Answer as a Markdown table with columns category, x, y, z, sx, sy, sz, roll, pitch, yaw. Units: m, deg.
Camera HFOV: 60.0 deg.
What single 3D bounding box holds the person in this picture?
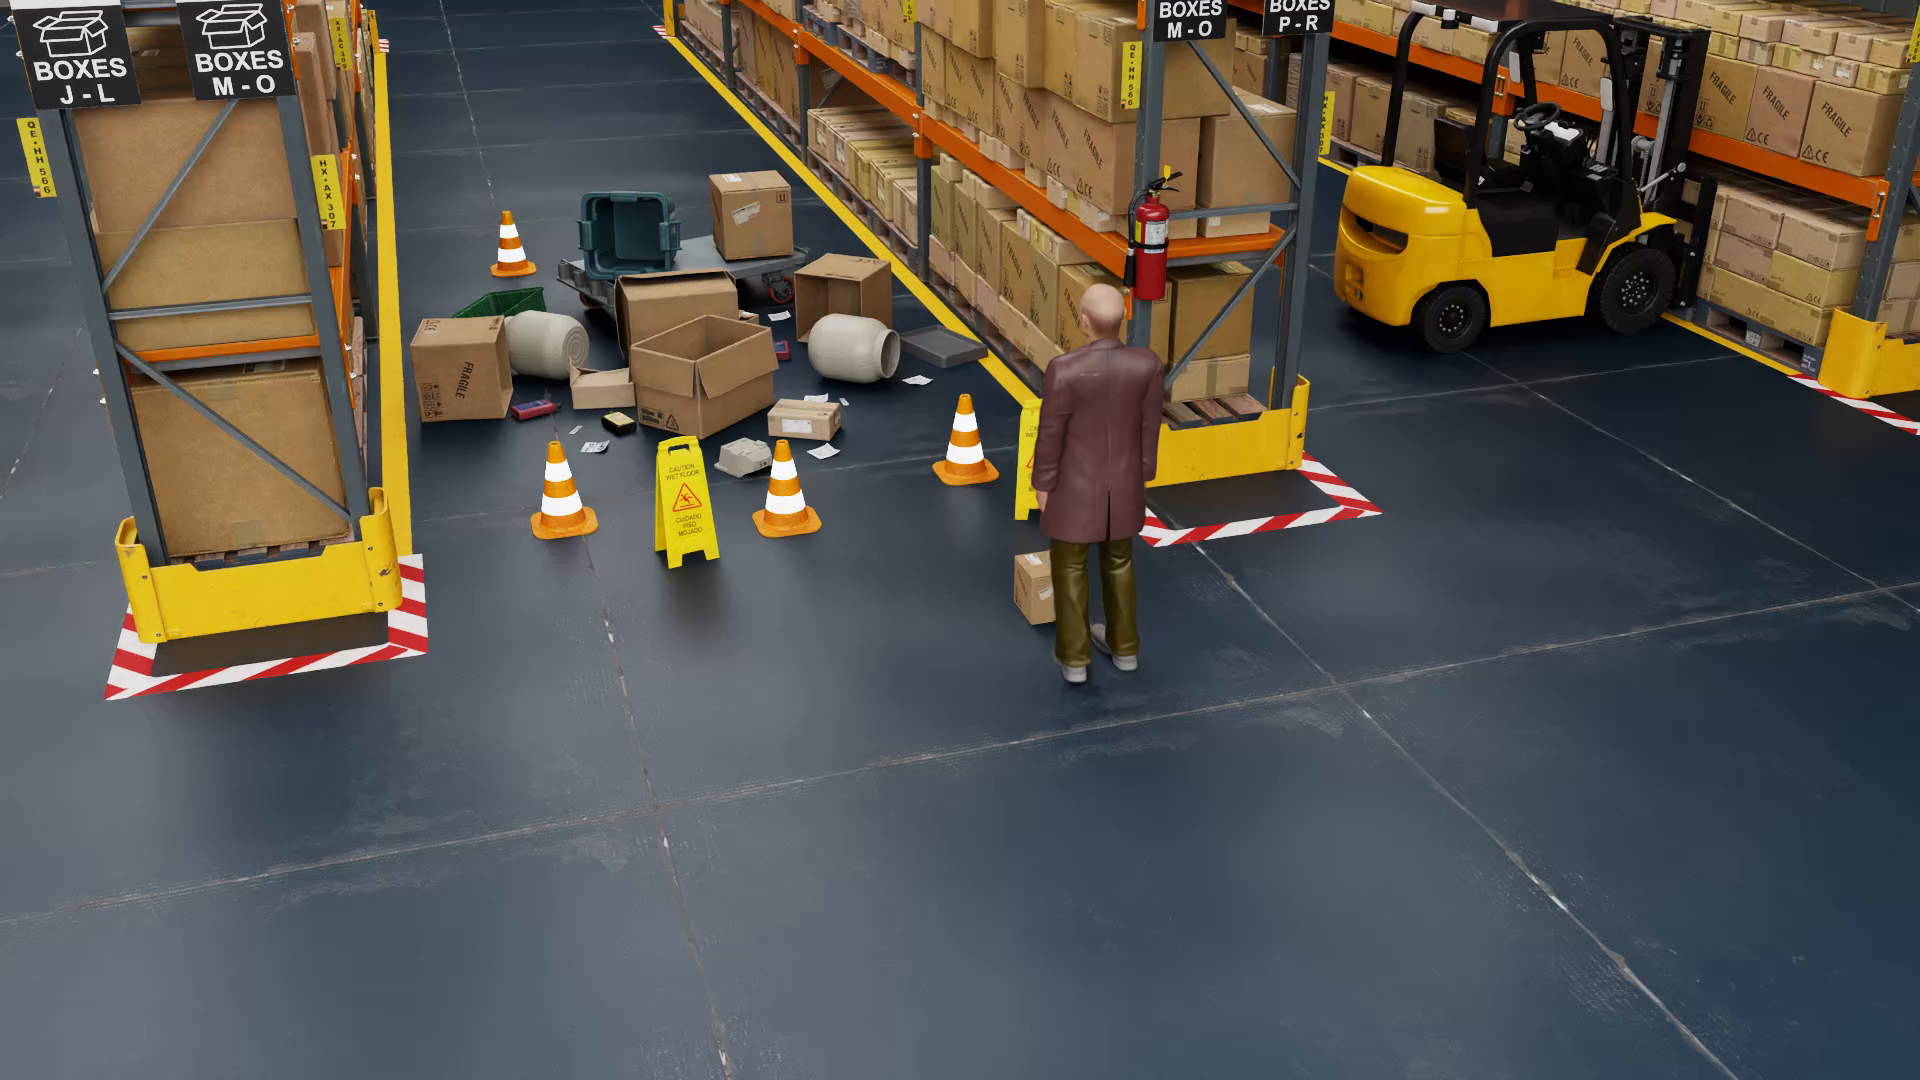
| category | x | y | z | sx | sy | sz | roll | pitch | yaw |
| --- | --- | --- | --- | --- | --- | --- | --- | --- | --- |
| person | 0.567 | -0.250 | 7.153 | 0.560 | 1.781 | 0.412 | -8 | 27 | -15 |
